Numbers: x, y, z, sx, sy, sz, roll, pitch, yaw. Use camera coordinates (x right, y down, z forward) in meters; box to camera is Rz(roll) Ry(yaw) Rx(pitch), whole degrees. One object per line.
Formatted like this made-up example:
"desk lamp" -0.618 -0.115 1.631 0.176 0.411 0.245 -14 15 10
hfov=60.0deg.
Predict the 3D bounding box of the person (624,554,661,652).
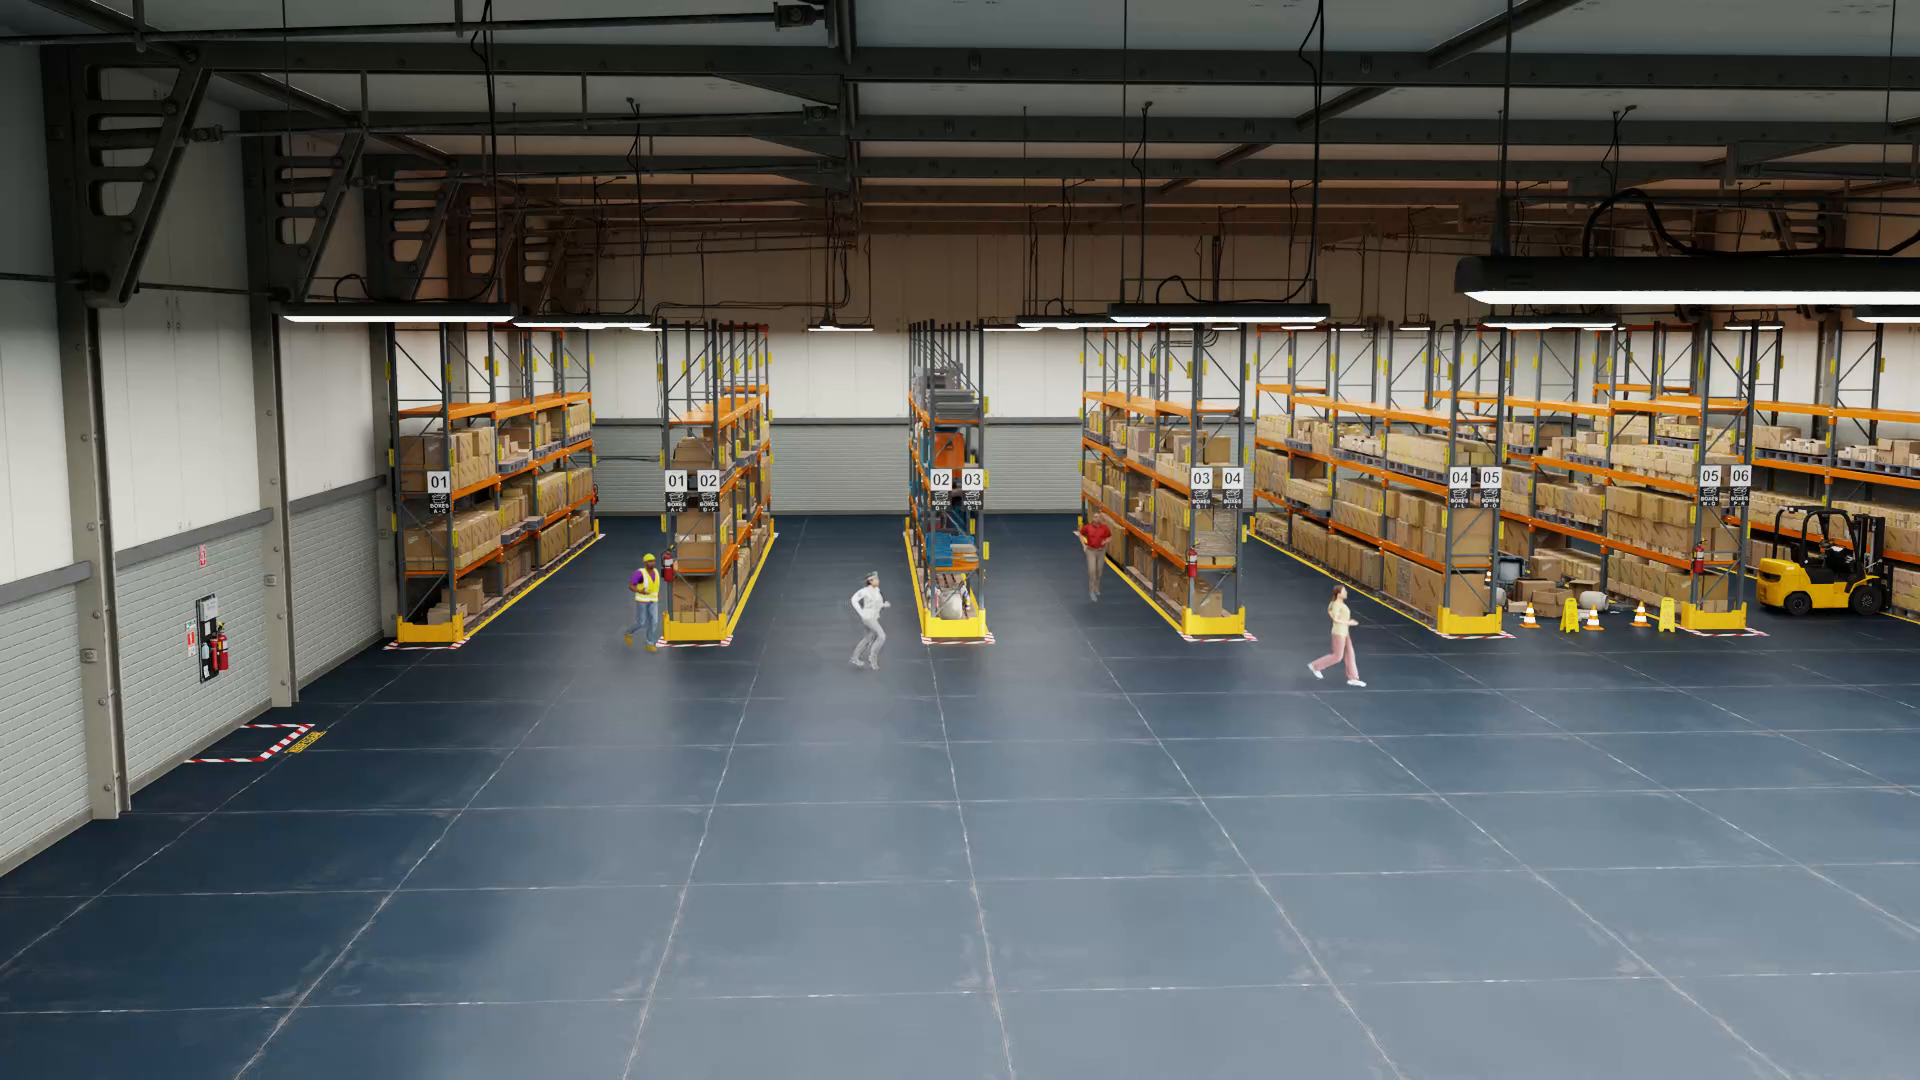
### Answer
"person" -5.713 1.126 30.299 0.708 1.757 0.862 -7 10 -43

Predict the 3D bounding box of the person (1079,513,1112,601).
"person" 2.828 0.328 34.524 0.662 1.803 0.709 -1 7 -7

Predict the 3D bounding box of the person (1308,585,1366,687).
"person" 6.169 1.549 27.106 0.935 1.663 0.578 3 8 20

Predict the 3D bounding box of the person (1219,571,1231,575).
"person" 6.340 -0.030 39.578 0.640 1.760 0.645 -1 7 -7

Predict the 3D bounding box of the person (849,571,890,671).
"person" -1.546 1.375 28.564 0.724 1.709 0.597 3 7 20
